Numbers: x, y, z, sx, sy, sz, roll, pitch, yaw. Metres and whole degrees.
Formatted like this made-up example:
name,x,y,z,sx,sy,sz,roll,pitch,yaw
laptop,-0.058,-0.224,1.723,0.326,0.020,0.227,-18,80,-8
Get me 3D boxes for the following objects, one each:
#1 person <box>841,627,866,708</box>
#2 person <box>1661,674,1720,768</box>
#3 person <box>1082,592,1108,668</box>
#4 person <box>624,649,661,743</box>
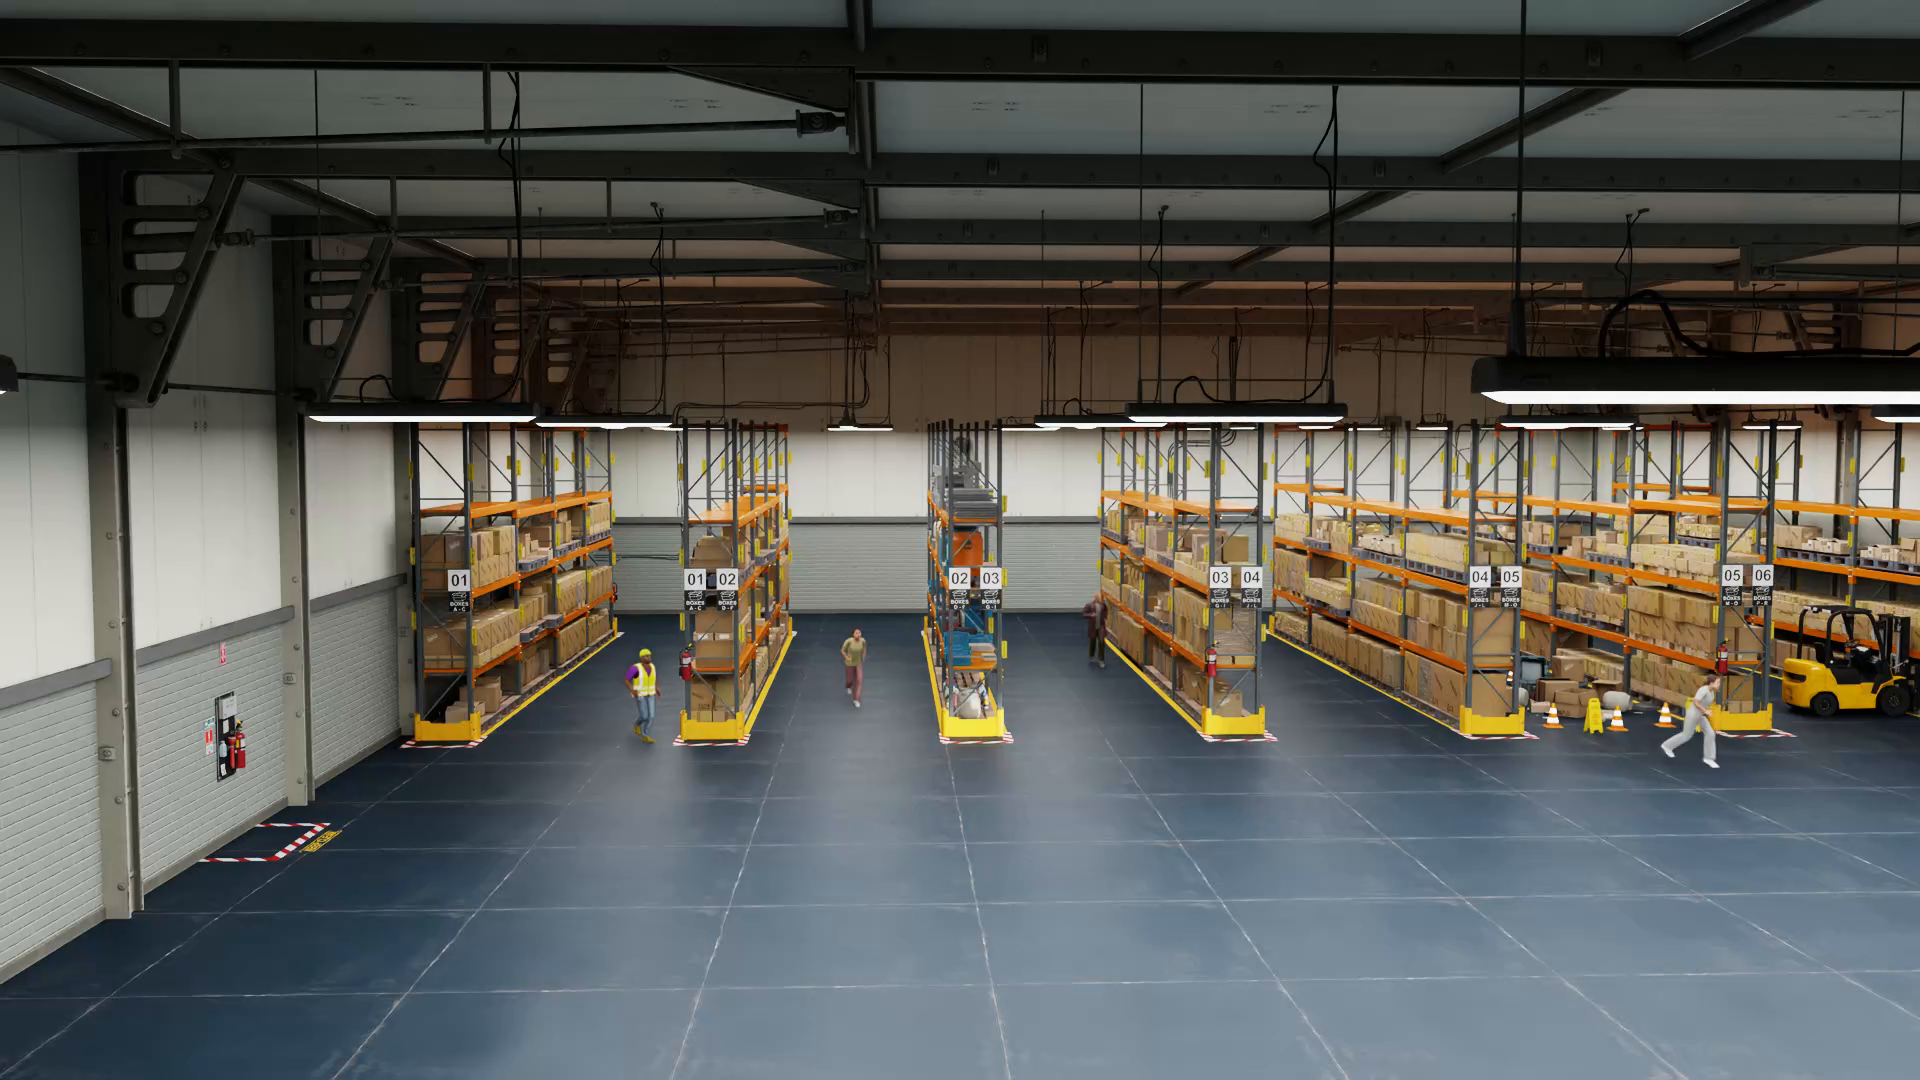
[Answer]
name,x,y,z,sx,sy,sz,roll,pitch,yaw
person,-2.252,2.658,35.242,0.579,1.658,1.059,-1,4,-17
person,12.681,3.103,28.809,1.004,1.616,0.601,3,5,41
person,3.358,2.190,41.065,0.697,1.828,0.916,0,4,-7
person,-5.877,2.886,30.906,0.694,1.732,0.561,-3,5,-39
